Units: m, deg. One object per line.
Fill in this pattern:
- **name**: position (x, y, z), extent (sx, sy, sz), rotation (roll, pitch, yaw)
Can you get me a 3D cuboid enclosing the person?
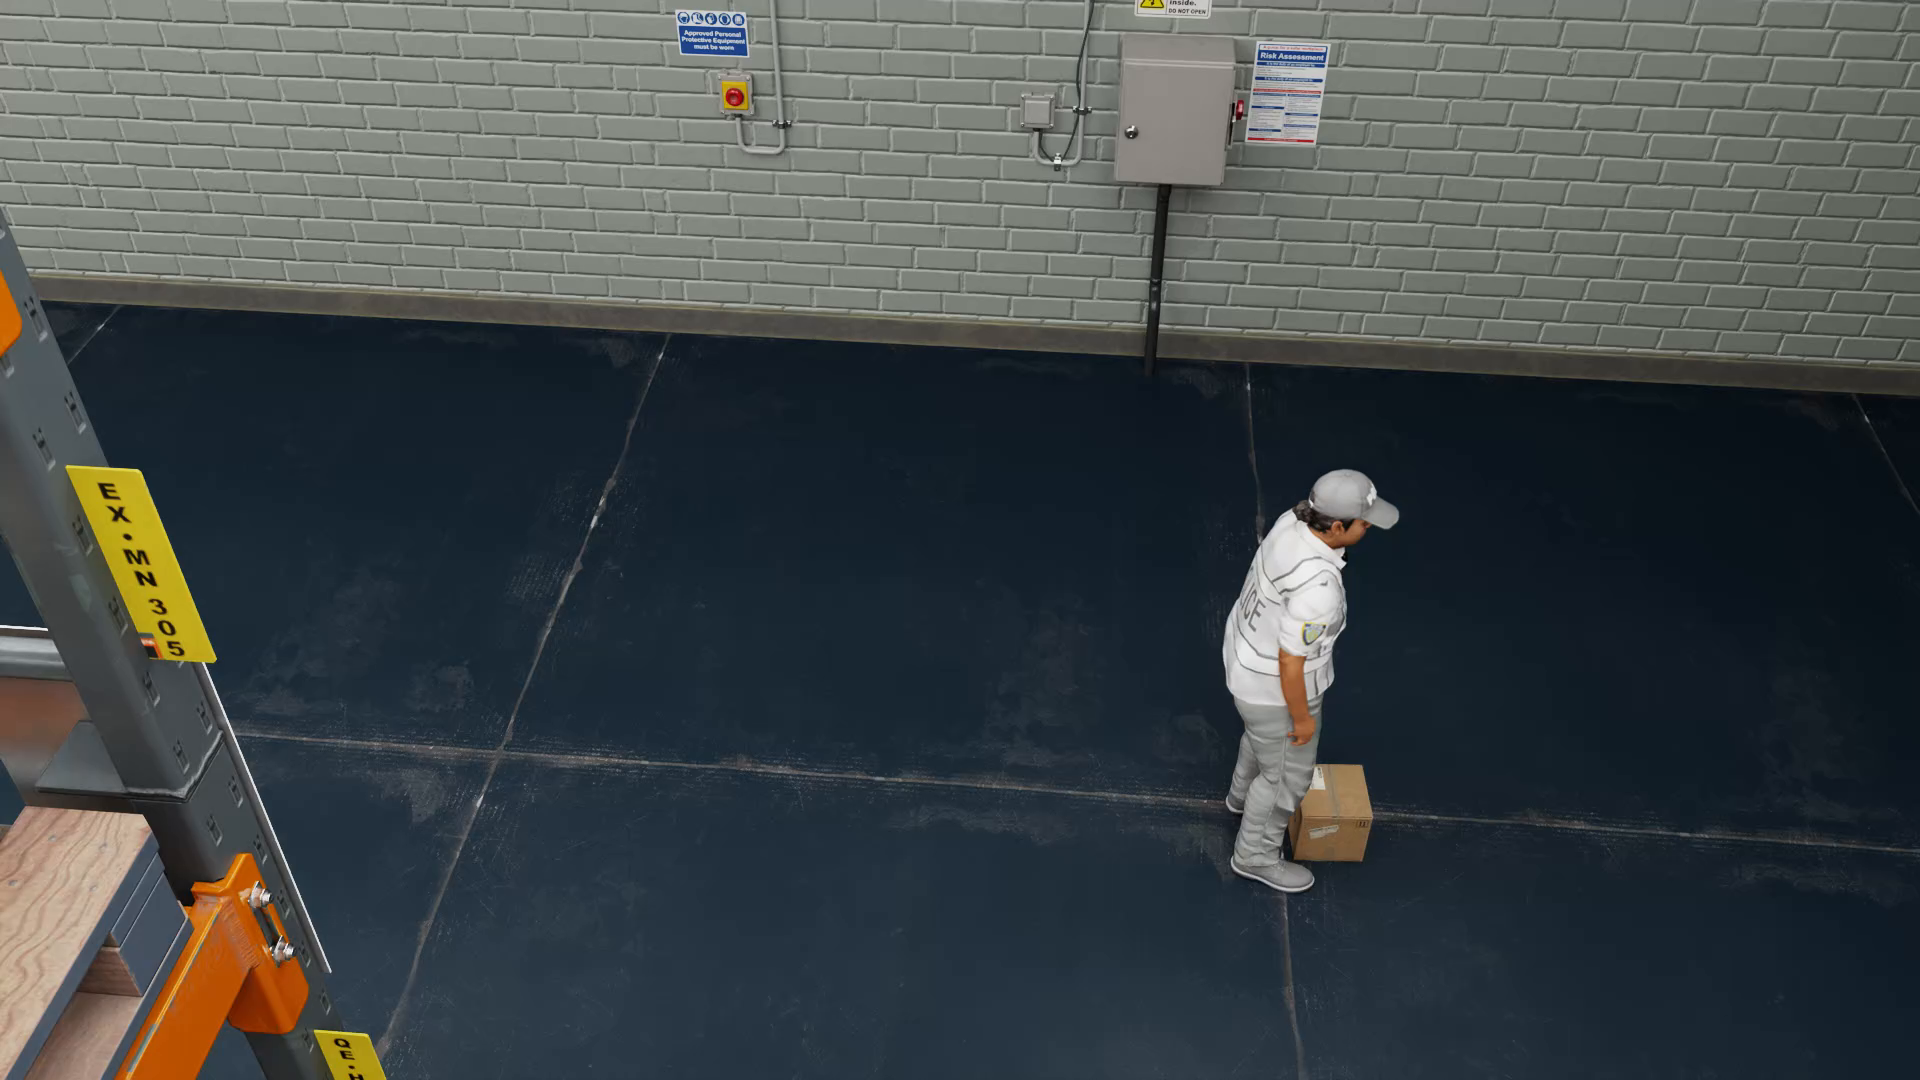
- **person**: position (1.129, 0.452, 5.619), extent (0.473, 1.666, 0.547), rotation (3, 40, 3)
